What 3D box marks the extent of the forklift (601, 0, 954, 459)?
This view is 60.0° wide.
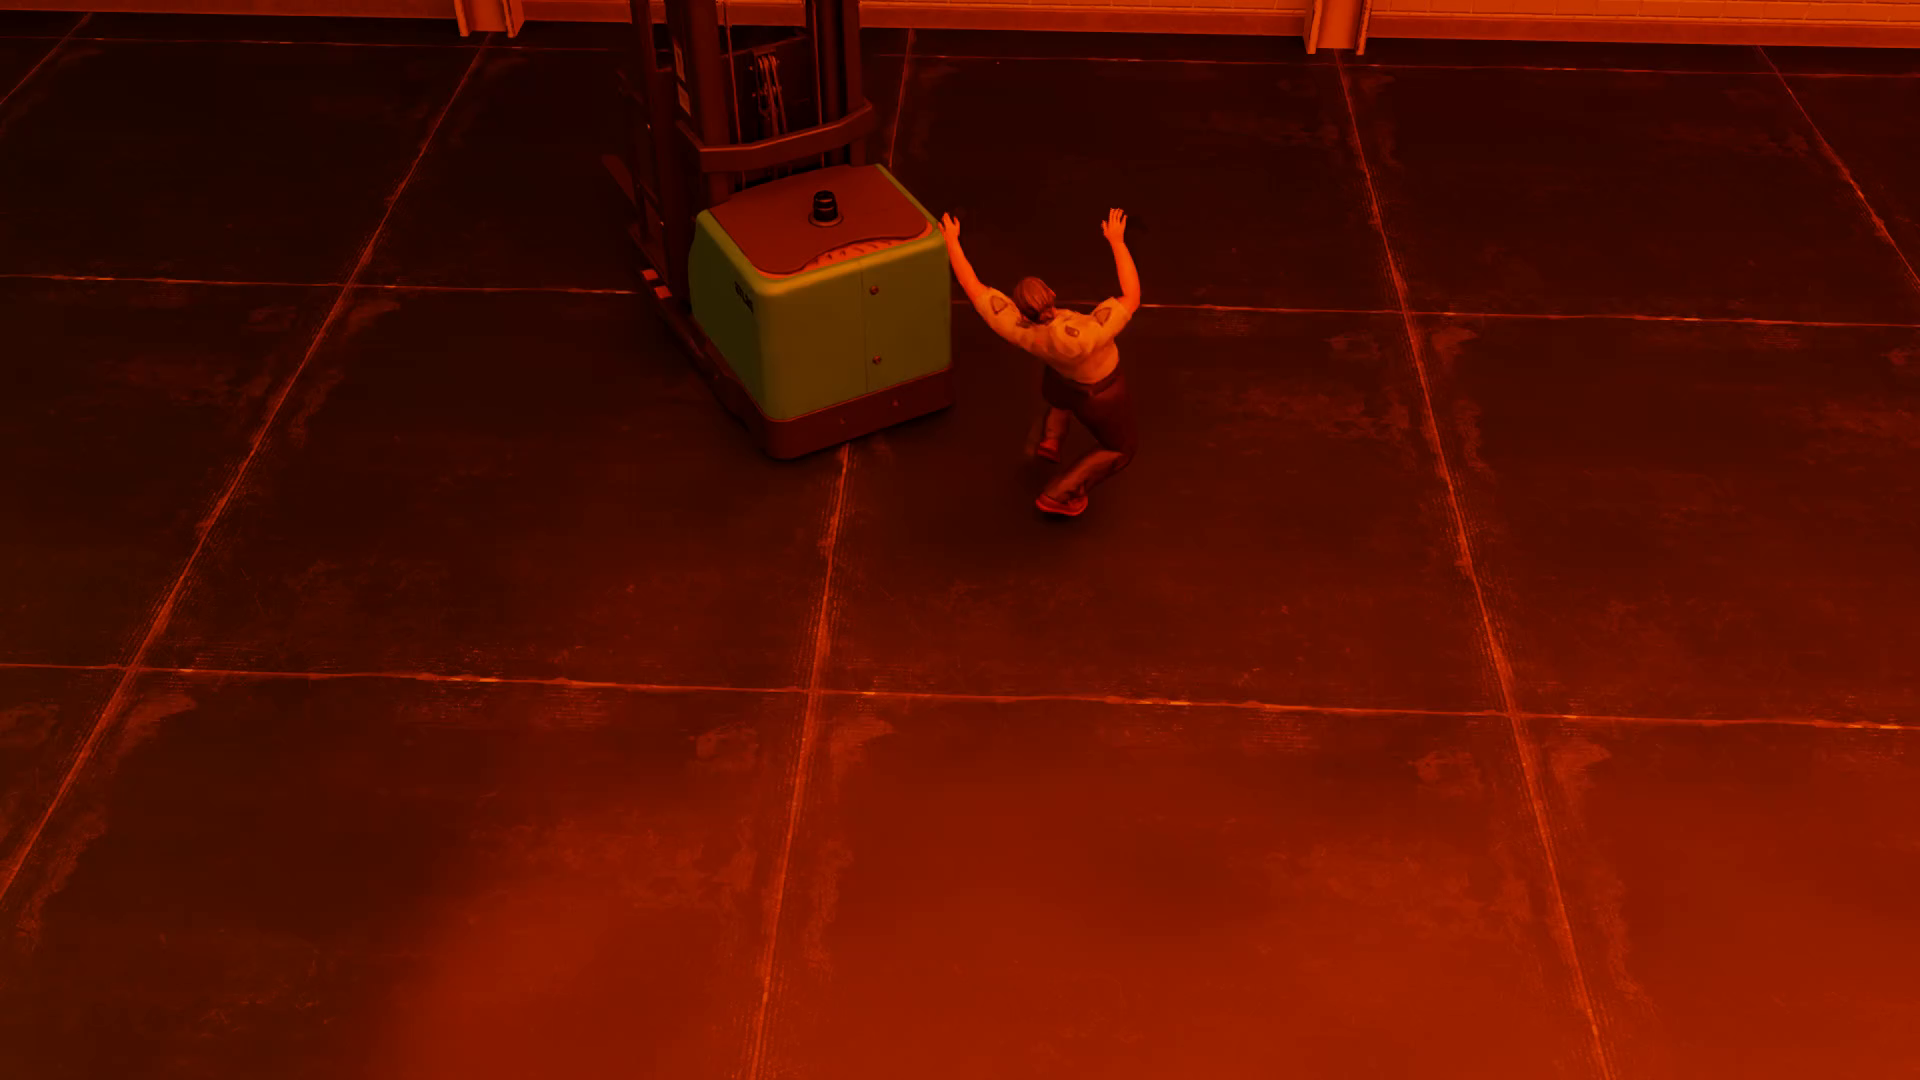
[{"bbox_3d":[-1.175,-2.469,8.447,1.130,2.935,3.031,-20,46,-21],"label":"forklift"}]

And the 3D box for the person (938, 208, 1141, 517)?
[{"bbox_3d":[0.401,-0.896,7.766,1.011,1.576,0.769,30,50,29],"label":"person"}]
